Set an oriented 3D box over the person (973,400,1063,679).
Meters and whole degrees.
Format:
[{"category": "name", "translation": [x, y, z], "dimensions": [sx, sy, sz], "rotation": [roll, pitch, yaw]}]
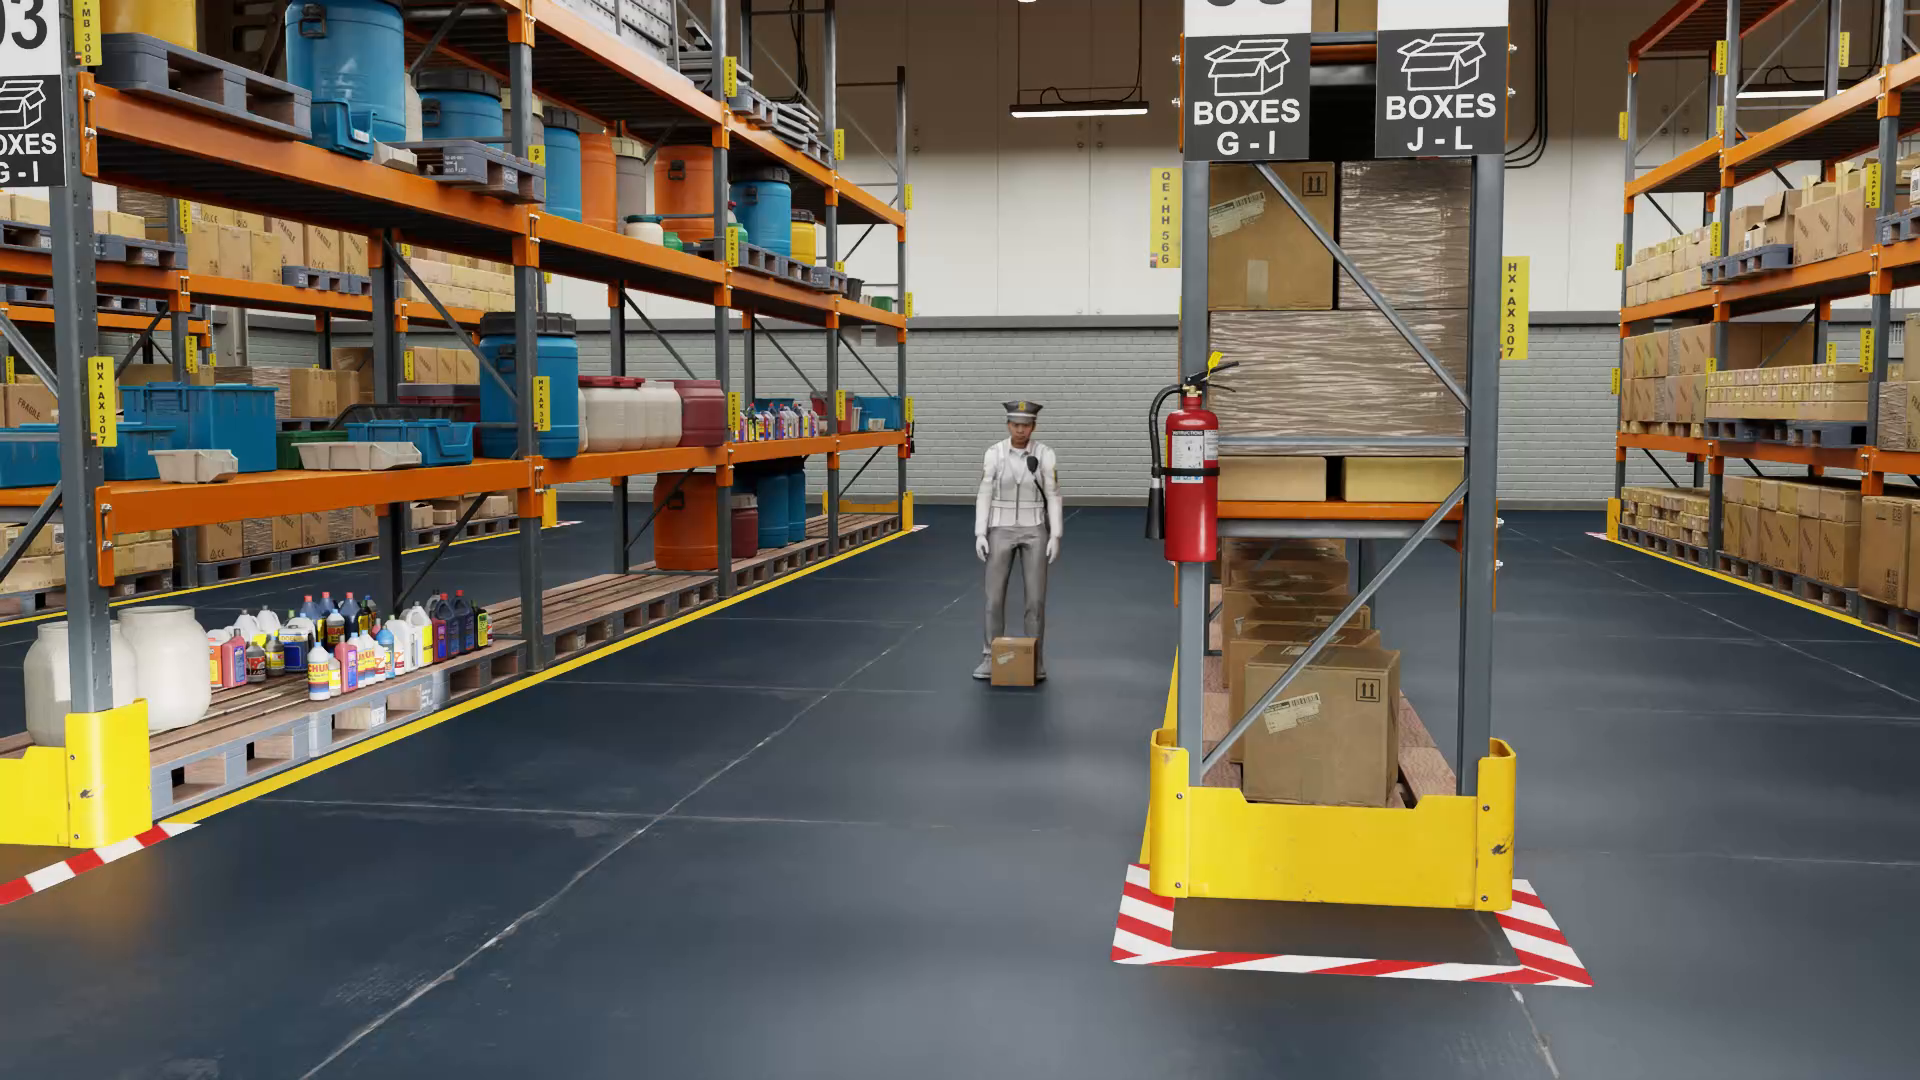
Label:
[{"category": "person", "translation": [0.351, -0.007, 9.970], "dimensions": [0.530, 1.662, 0.376], "rotation": [0, 5, 6]}]
